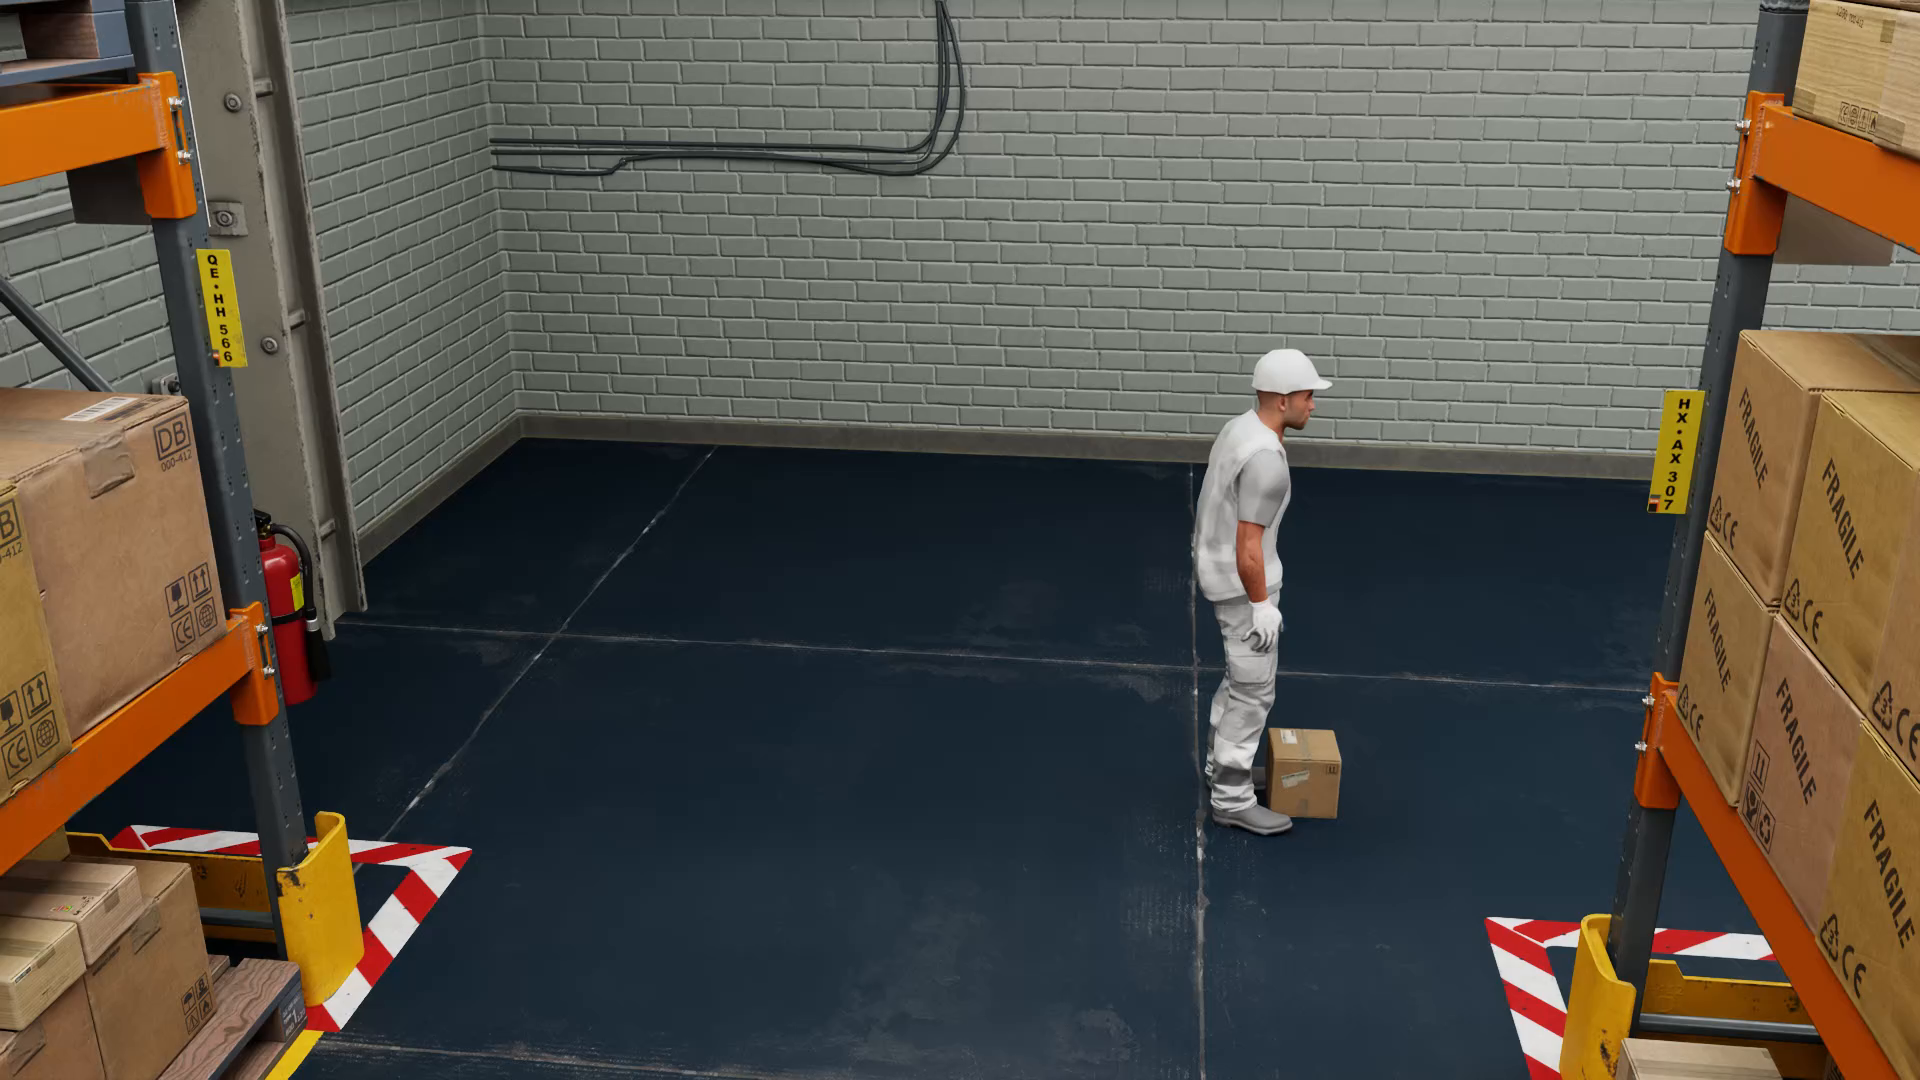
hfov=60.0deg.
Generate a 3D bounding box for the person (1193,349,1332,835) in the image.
[{"bbox_3d":[1.083,0.173,6.112,0.453,1.777,0.609,1,21,4],"label":"person"}]
